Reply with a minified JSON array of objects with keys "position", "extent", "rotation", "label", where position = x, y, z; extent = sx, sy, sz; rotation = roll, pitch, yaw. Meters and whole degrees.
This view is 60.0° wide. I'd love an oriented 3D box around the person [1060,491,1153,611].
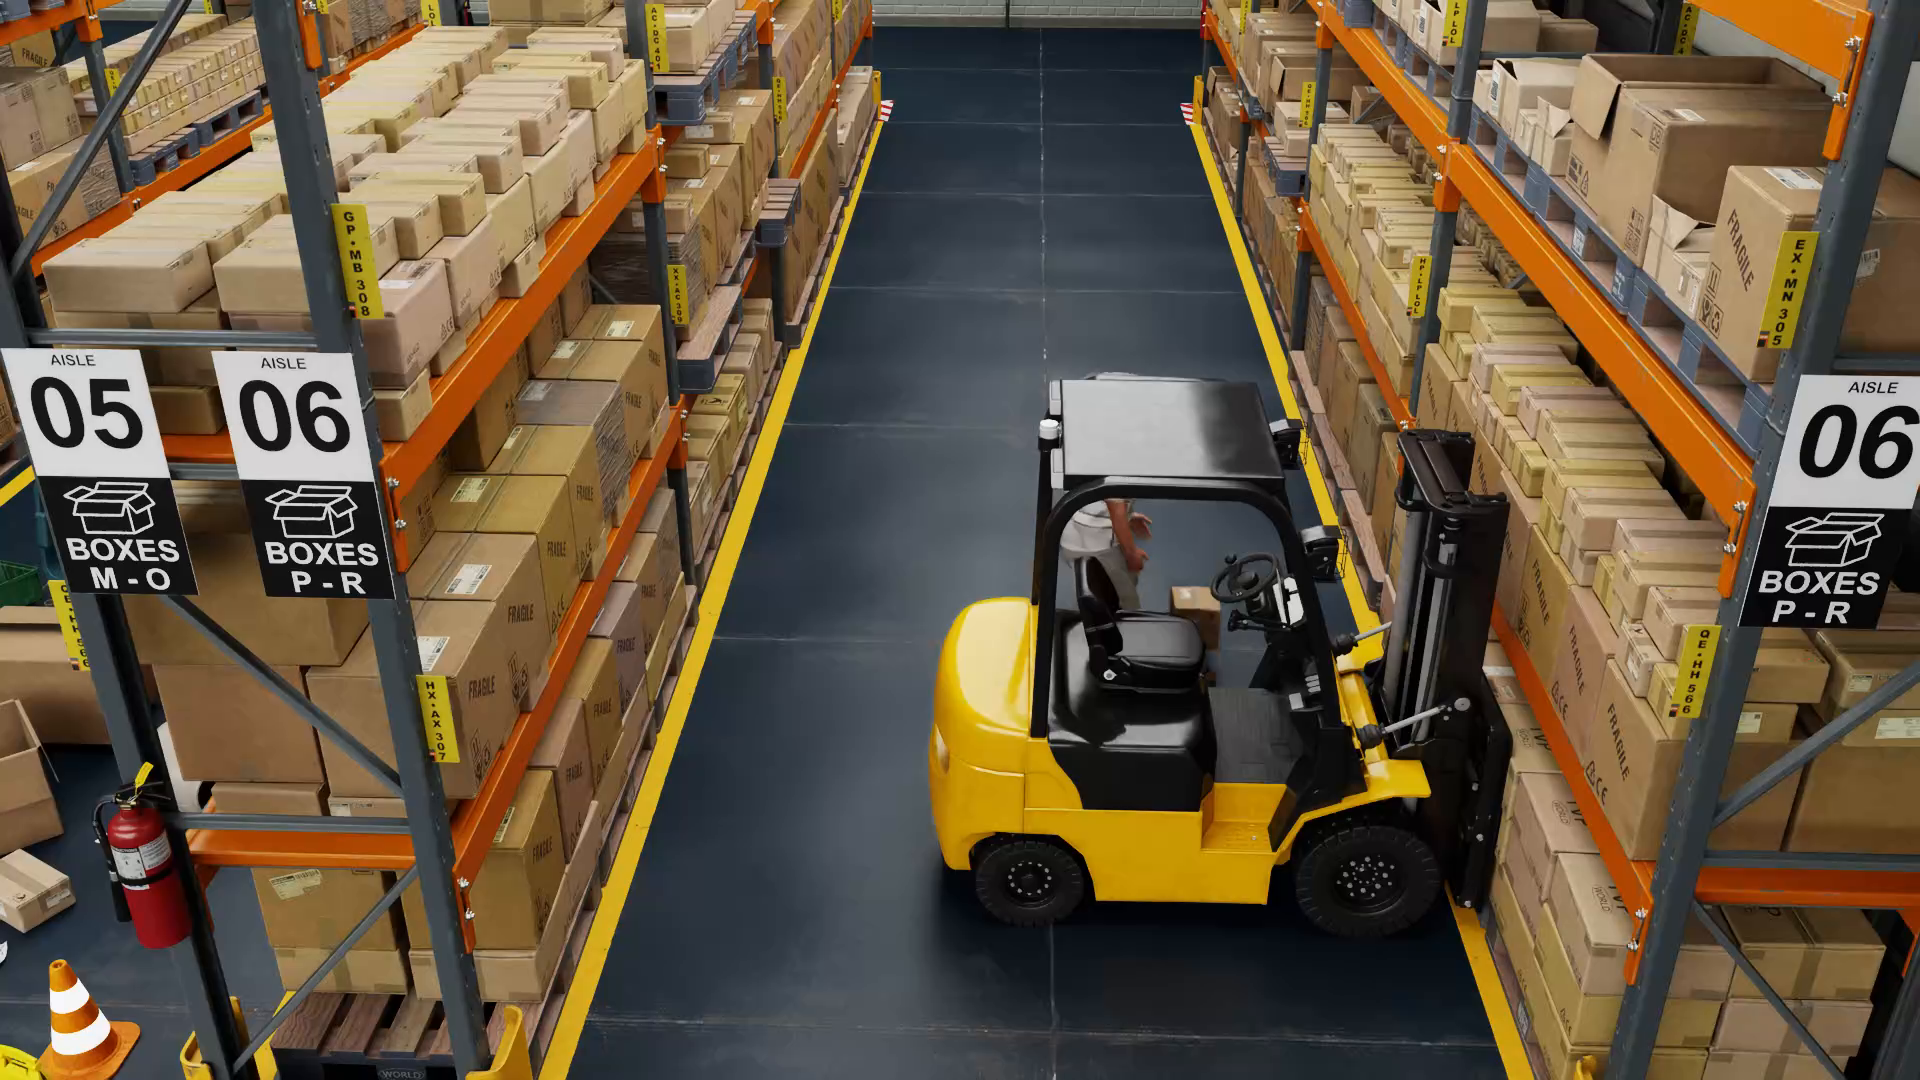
[{"position":[0.798,-0.032,8.799],"extent":[0.585,1.650,0.571],"rotation":[2,28,3],"label":"person"}]
